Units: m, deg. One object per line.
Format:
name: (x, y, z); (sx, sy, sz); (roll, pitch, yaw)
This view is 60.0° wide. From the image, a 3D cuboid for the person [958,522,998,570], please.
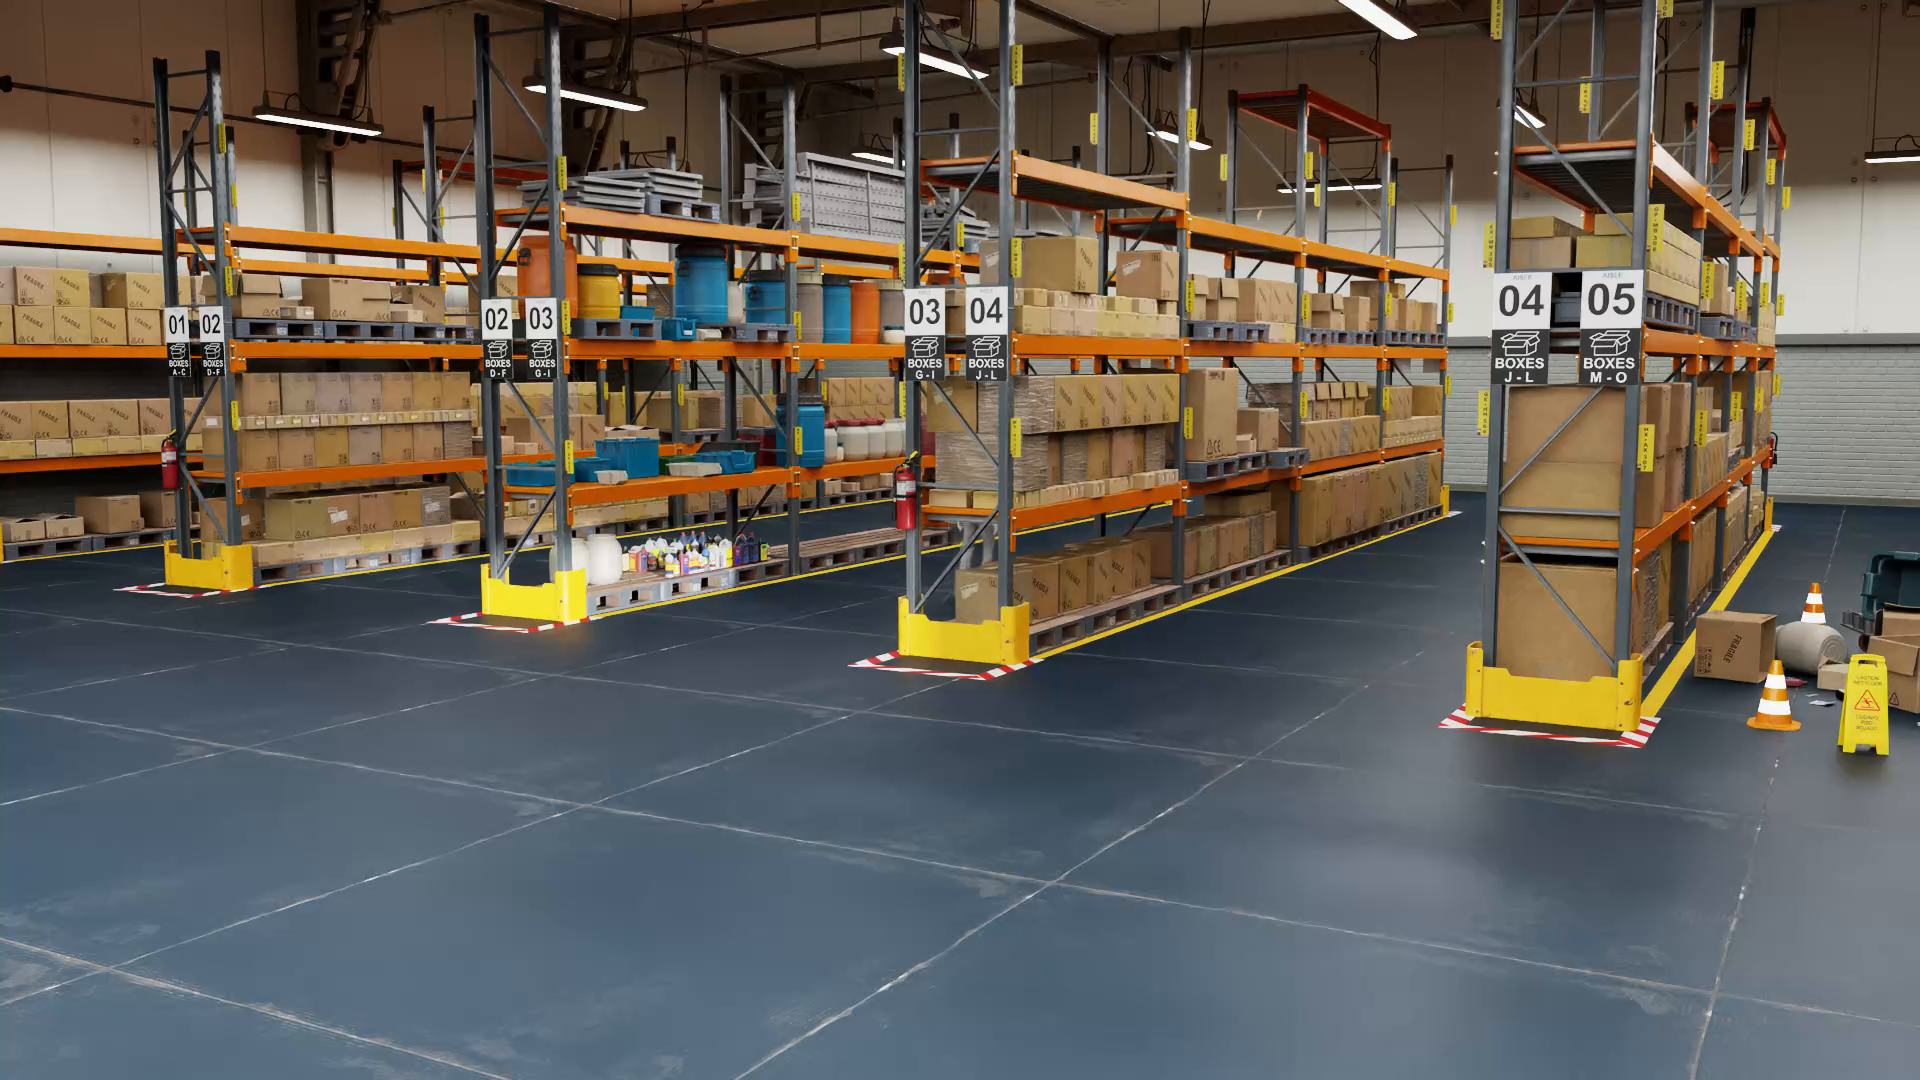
person: (0.239, -0.244, 18.470); (0.514, 1.652, 0.620); (2, 6, 21)
